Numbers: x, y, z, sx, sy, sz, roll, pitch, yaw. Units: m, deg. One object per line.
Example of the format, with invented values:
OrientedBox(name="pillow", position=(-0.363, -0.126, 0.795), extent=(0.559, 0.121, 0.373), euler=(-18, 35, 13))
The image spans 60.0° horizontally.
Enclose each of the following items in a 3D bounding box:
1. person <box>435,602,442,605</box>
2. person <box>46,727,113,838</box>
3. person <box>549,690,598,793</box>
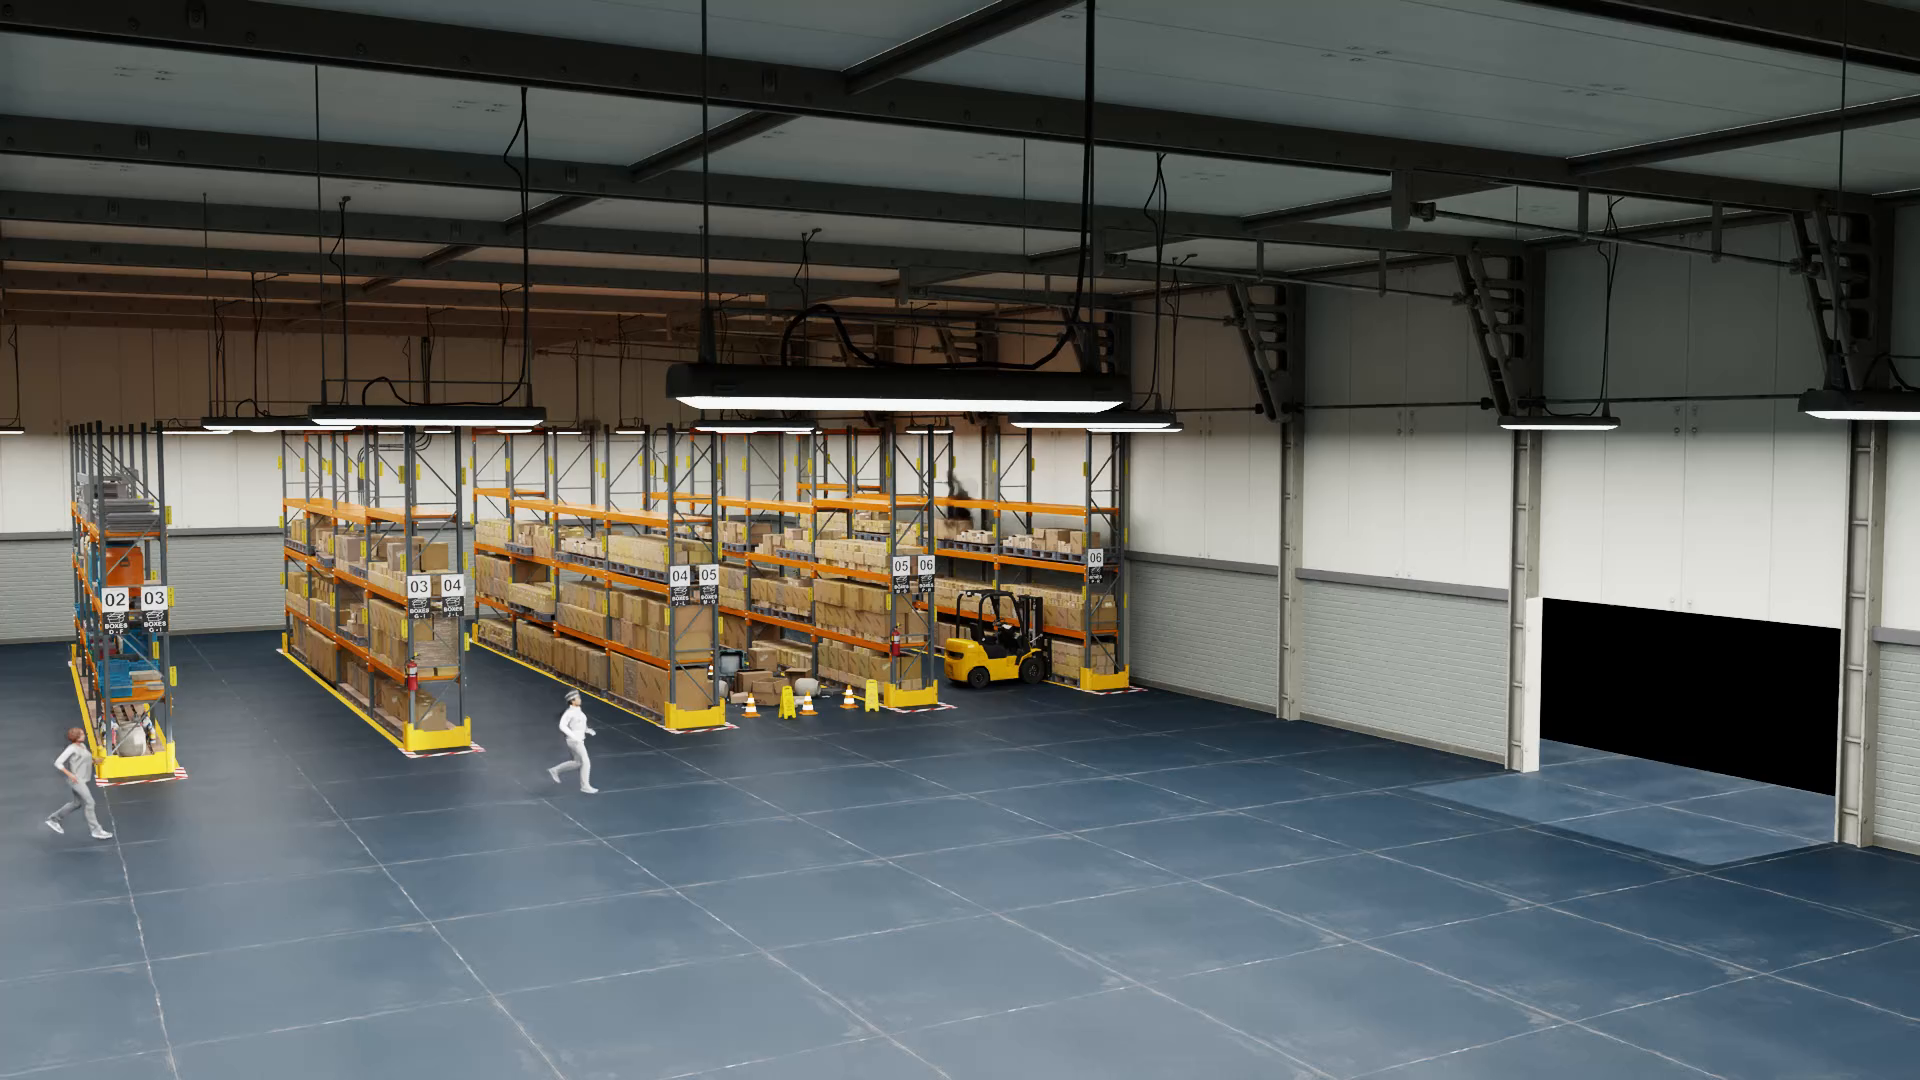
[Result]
OrientedBox(name="person", position=(-13.718, 2.151, 44.209), extent=(0.735, 1.736, 0.823), euler=(-1, 4, -22))
OrientedBox(name="person", position=(-12.524, 3.444, 23.603), extent=(0.893, 1.585, 0.537), euler=(-1, 4, -12))
OrientedBox(name="person", position=(-6.239, 3.248, 26.769), extent=(0.799, 1.684, 0.618), euler=(0, 4, -3))
